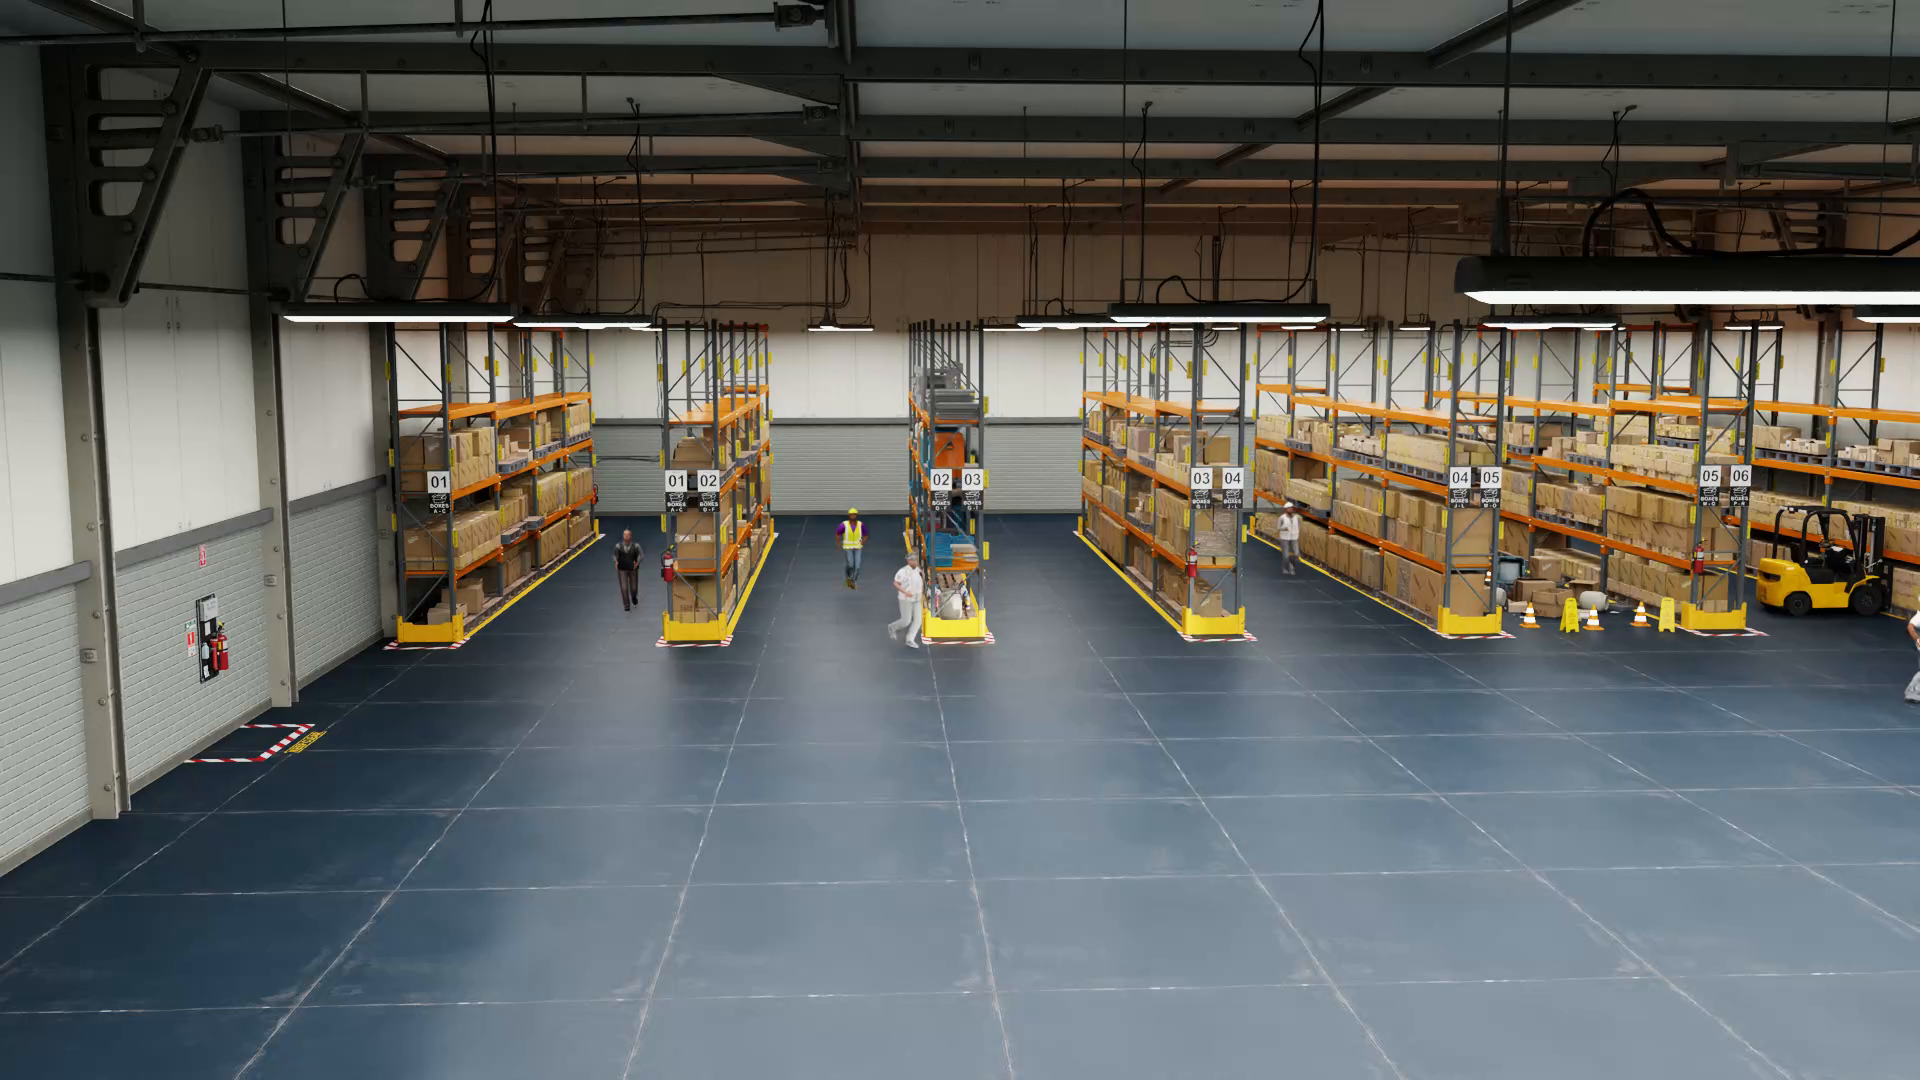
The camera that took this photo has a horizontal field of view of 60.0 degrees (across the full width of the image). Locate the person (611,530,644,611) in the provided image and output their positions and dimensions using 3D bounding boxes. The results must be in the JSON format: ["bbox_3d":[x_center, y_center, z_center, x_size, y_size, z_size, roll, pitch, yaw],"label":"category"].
[{"bbox_3d":[-6.913,0.626,34.583,0.659,1.673,0.614,-1,7,-7],"label":"person"}]

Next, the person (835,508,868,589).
[{"bbox_3d":[-2.281,0.195,35.488,0.698,1.735,0.545,-2,7,-13],"label":"person"}]

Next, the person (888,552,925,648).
[{"bbox_3d":[-0.945,1.082,30.736,0.682,1.755,0.705,-6,9,-41],"label":"person"}]

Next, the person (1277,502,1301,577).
[{"bbox_3d":[7.827,-0.008,39.394,0.642,1.767,0.647,-1,7,-5],"label":"person"}]

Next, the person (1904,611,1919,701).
[{"bbox_3d":[15.057,1.674,25.765,0.678,1.745,0.678,5,9,35],"label":"person"}]
